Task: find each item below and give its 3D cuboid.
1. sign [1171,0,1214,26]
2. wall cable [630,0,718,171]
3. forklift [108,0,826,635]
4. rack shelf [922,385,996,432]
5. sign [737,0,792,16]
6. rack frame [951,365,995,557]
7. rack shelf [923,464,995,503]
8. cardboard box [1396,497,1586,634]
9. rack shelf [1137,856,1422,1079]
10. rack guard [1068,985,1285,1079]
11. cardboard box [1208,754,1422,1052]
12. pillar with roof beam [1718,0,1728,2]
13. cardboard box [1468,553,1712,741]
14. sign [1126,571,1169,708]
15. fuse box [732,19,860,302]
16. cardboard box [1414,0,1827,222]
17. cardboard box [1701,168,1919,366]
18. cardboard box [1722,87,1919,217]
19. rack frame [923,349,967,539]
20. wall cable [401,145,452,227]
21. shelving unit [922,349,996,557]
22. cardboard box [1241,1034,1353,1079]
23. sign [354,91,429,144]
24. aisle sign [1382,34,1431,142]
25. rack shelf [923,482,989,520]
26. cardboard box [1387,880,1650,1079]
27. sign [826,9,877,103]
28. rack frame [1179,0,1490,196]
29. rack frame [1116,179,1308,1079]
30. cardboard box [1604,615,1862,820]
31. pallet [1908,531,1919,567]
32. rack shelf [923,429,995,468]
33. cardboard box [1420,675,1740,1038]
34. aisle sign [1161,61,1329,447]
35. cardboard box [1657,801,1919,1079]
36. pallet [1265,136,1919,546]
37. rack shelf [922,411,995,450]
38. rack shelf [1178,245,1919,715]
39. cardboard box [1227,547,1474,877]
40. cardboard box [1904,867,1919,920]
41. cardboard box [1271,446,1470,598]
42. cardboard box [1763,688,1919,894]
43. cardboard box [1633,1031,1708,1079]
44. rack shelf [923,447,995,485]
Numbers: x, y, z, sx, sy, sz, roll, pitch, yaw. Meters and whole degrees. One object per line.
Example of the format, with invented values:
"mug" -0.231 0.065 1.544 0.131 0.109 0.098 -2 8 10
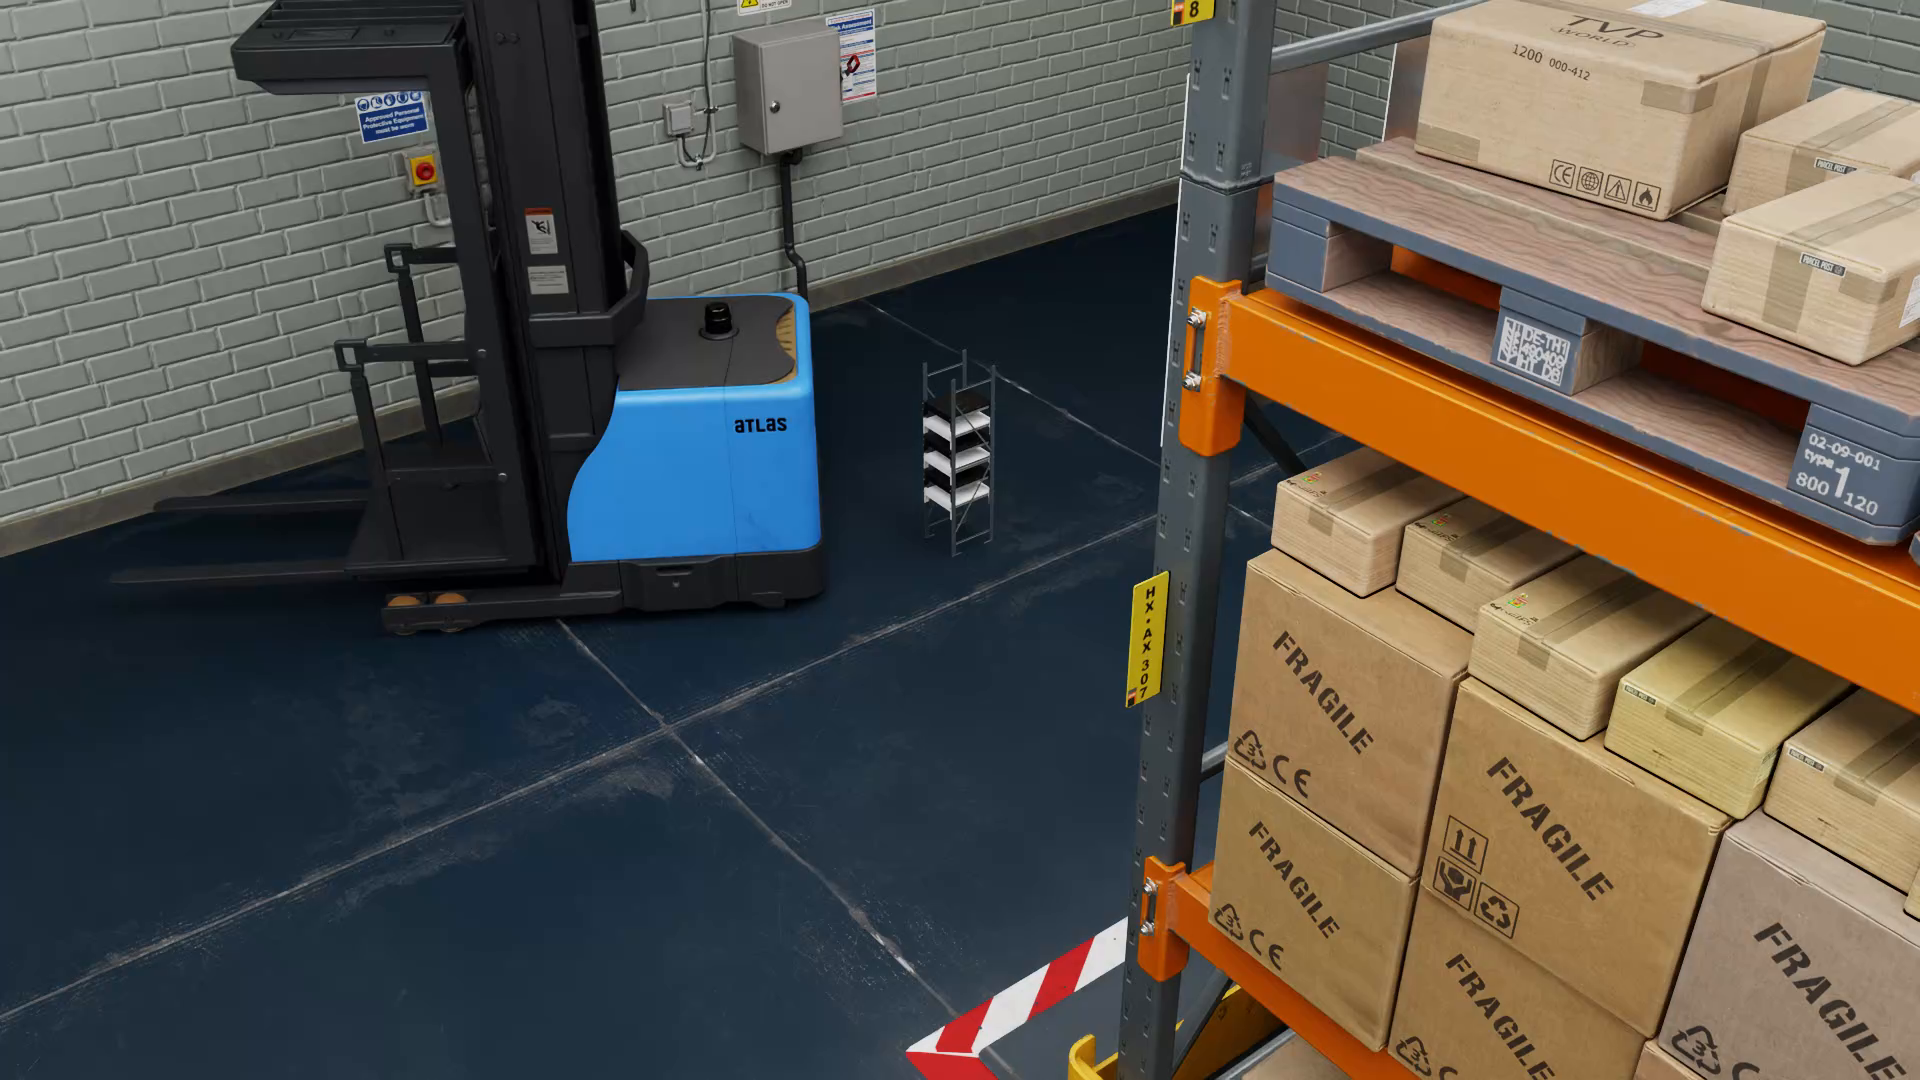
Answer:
"sign" 0.411 -1.056 2.861 0.100 0.325 0.005 -22 38 -31
"wall cable" -1.510 -2.792 8.439 0.588 1.984 0.122 -22 38 -31
"forklift" -2.137 -1.133 6.796 3.031 2.935 1.130 -3 32 -5
"rack shelf" -0.005 -0.587 7.393 0.258 0.077 0.200 -22 38 -31
"sign" -1.045 -2.935 8.849 0.339 0.242 0.001 -22 38 -31
"rack frame" 0.057 -0.343 7.450 0.240 0.900 0.006 -22 38 -31
"rack shelf" -0.005 -0.281 7.583 0.258 0.077 0.200 -22 38 -31
"cardboard box" 1.069 0.027 3.207 0.380 0.149 0.250 -21 38 -30
"rack shelf" 2.080 1.585 3.037 1.077 0.370 4.000 -22 38 -31
"rack guard" 0.839 1.498 4.865 1.175 0.500 0.348 -22 38 -31
"cardboard box" 0.921 0.696 3.691 0.500 0.500 0.500 -23 38 -32
"pillar with roof beam" 0.430 -3.733 5.231 9.100 9.000 0.400 -22 38 -31
"cardboard box" 1.138 0.172 2.972 0.380 0.149 0.250 -21 38 -30
"sign" 0.411 0.221 3.655 0.100 0.325 0.005 -22 38 -31
"fuse box" -0.874 -1.968 9.297 0.539 1.711 0.414 -22 38 -31
"cardboard box" 1.200 -0.827 3.045 0.500 0.250 0.500 -26 40 -36
"cardboard box" 1.339 -0.415 2.477 0.380 0.149 0.250 -21 37 -30
"cardboard box" 1.521 -0.635 2.832 0.380 0.149 0.250 -26 40 -35
"rack frame" -0.067 -0.428 7.586 0.240 0.900 0.006 -22 38 -31
"wall cable" -2.623 -2.342 7.684 0.585 1.953 0.123 -22 38 -31
"shelving unit" -0.005 -0.386 7.518 0.258 0.900 0.210 -22 38 -31
"cardboard box" 1.337 1.599 4.364 0.875 0.438 0.875 -24 39 -33
"sign" -2.699 -2.021 7.905 0.327 0.218 0.001 -22 38 -31
"aisle sign" 1.054 -0.789 3.713 0.394 0.787 0.004 -22 38 -31
"rack shelf" -0.005 -0.204 7.631 0.258 0.077 0.200 -22 38 -31
"cardboard box" 1.253 0.898 3.366 0.500 0.500 0.500 -23 38 -32
"sign" -0.611 -2.721 9.378 0.329 0.494 0.001 -22 38 -31
"rack frame" 0.853 -2.103 2.606 1.000 3.000 0.127 -22 38 -31
"rack frame" 0.853 0.446 4.189 1.000 3.000 0.127 -22 38 -31
"cardboard box" 1.314 0.276 2.805 0.380 0.149 0.250 -24 39 -33
"pallet" 2.069 0.024 2.110 1.003 0.211 1.213 -22 38 -31
"rack shelf" -0.005 -0.434 7.488 0.258 0.077 0.200 -22 38 -31
"cardboard box" 1.245 0.484 3.085 0.500 0.500 0.500 -23 39 -33
"aisle sign" 0.580 -0.595 3.400 0.394 0.787 0.004 -22 38 -31
"cardboard box" 1.567 0.696 2.744 0.500 0.500 0.500 -23 38 -32
"pallet" 1.316 -0.485 2.929 1.003 0.211 1.213 -22 38 -31
"rack shelf" -0.005 -0.510 7.441 0.258 0.077 0.200 -22 38 -31
"rack shelf" 2.080 0.311 2.245 1.077 0.370 4.000 -22 38 -31
"cardboard box" 0.923 0.271 3.428 0.500 0.500 0.500 -23 39 -32
"cardboard box" 1.636 0.486 2.467 0.380 0.149 0.250 -22 38 -31
"cardboard box" 0.852 -0.059 3.345 0.380 0.149 0.250 -21 38 -30
"cardboard box" 1.516 0.368 2.657 0.380 0.149 0.250 -22 38 -31
"cardboard box" 1.551 1.116 3.016 0.500 0.500 0.500 -23 38 -32
"rack shelf" -0.005 -0.357 7.536 0.258 0.077 0.200 -22 38 -31
